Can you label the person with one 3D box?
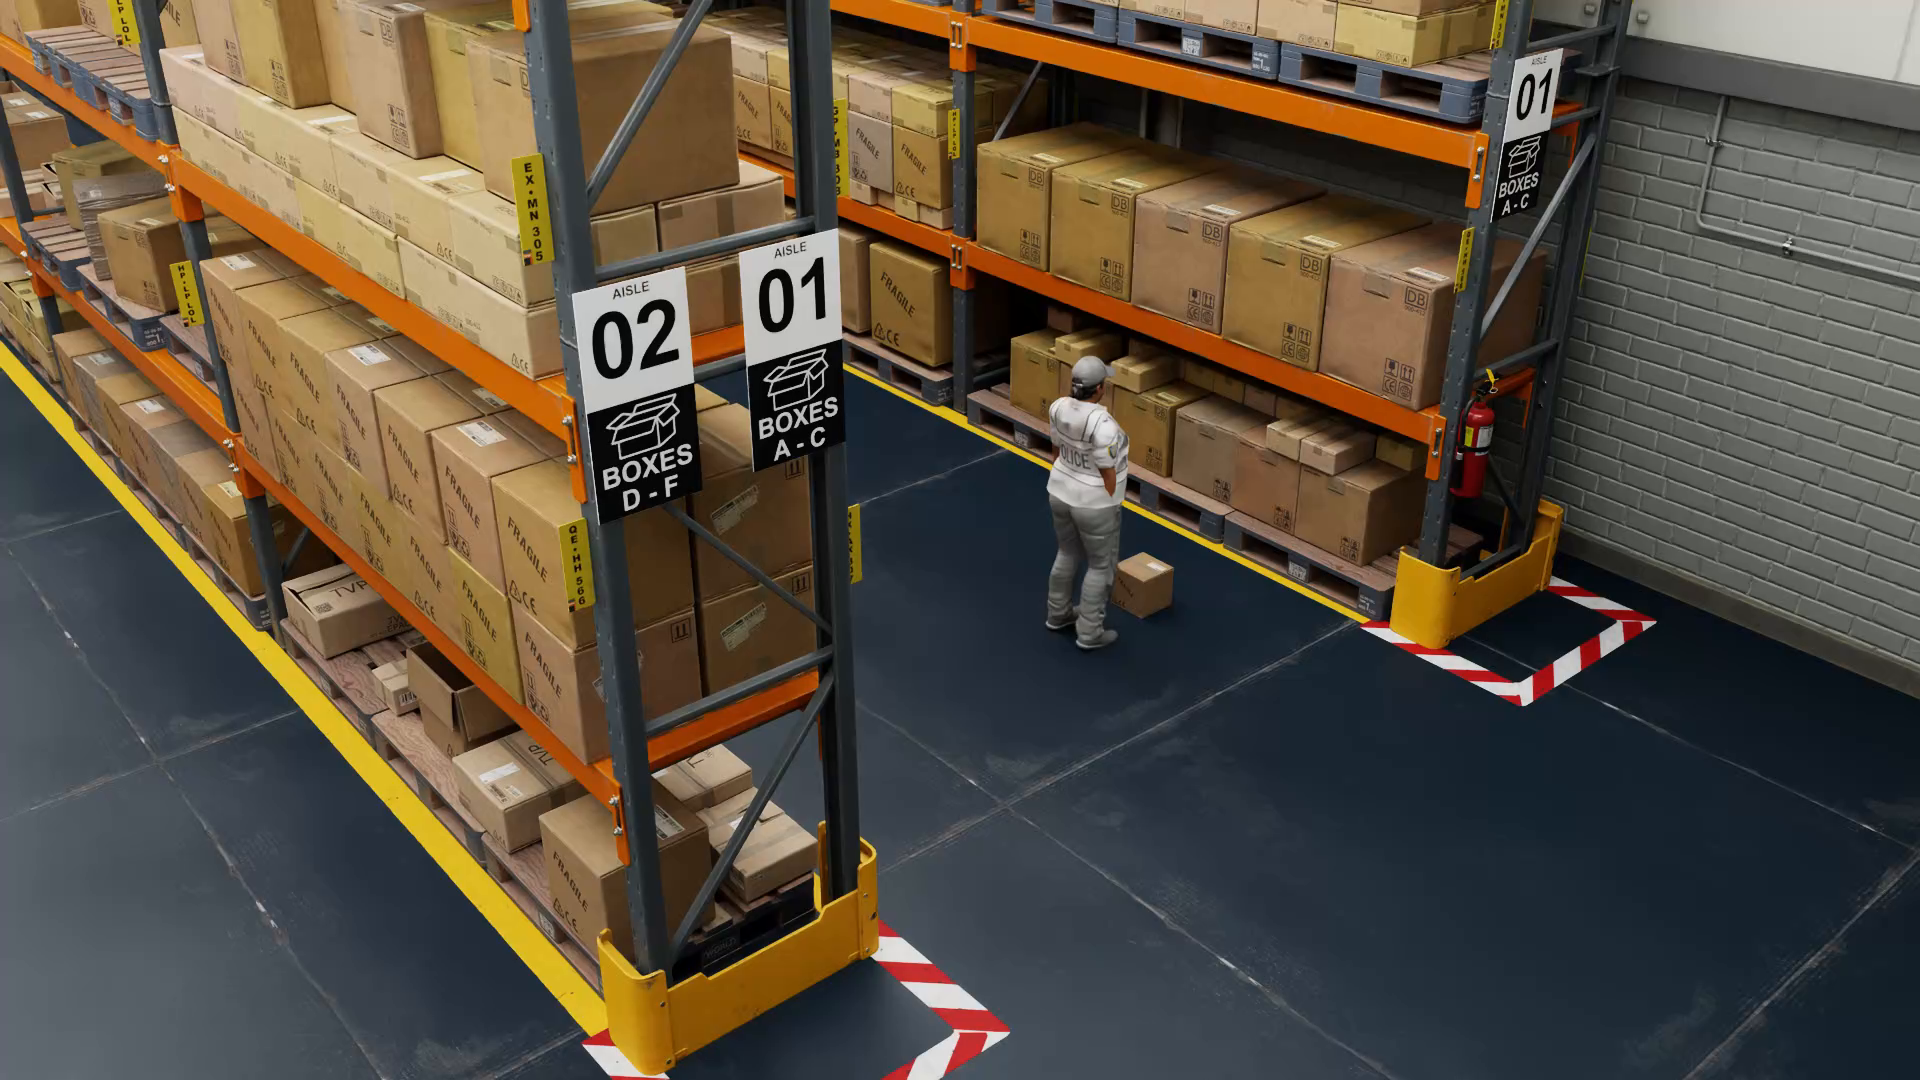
[{"bbox_3d":[0.688,-0.212,9.042,0.391,1.682,0.467,-21,35,-34],"label":"person"}]
